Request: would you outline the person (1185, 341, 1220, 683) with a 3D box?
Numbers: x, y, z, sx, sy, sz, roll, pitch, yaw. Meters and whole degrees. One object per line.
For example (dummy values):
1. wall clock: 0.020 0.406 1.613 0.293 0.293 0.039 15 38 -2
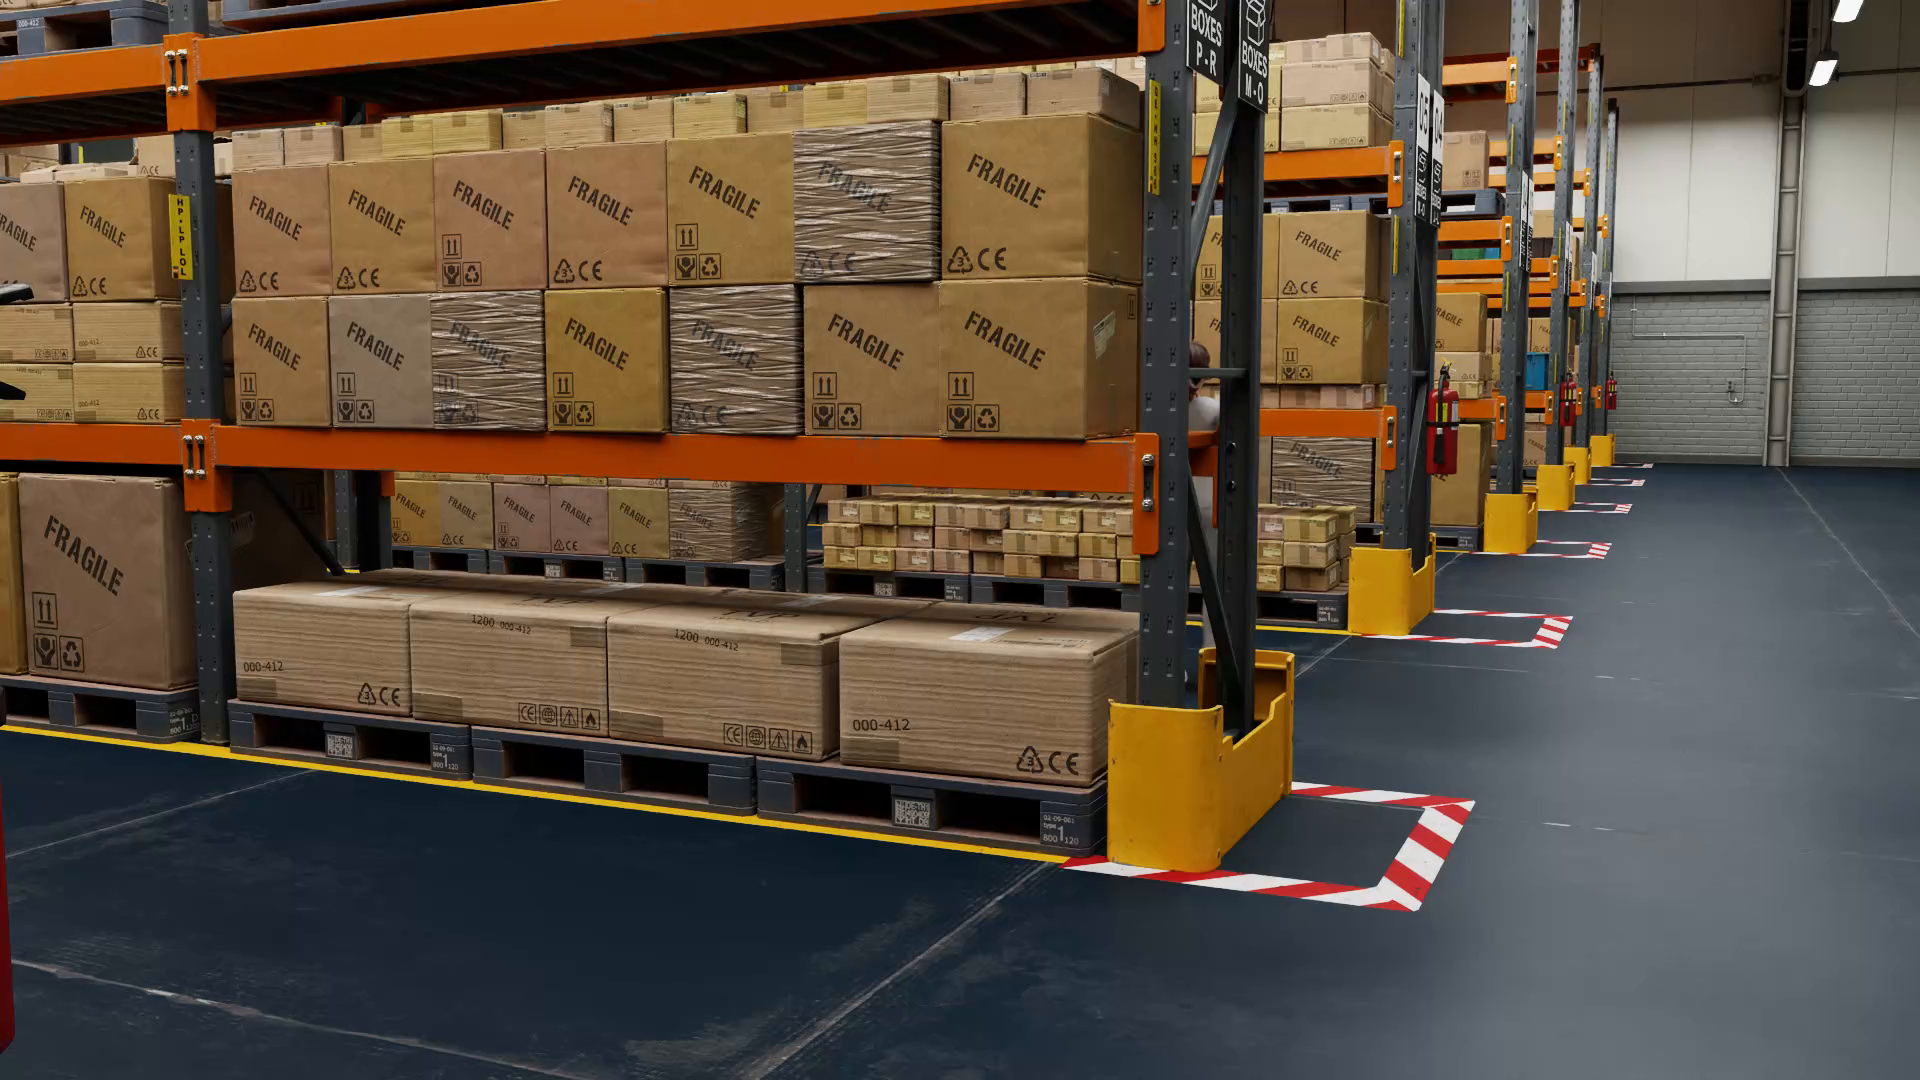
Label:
1. person: 1.150 -0.118 8.003 0.437 1.661 0.561 3 6 24
